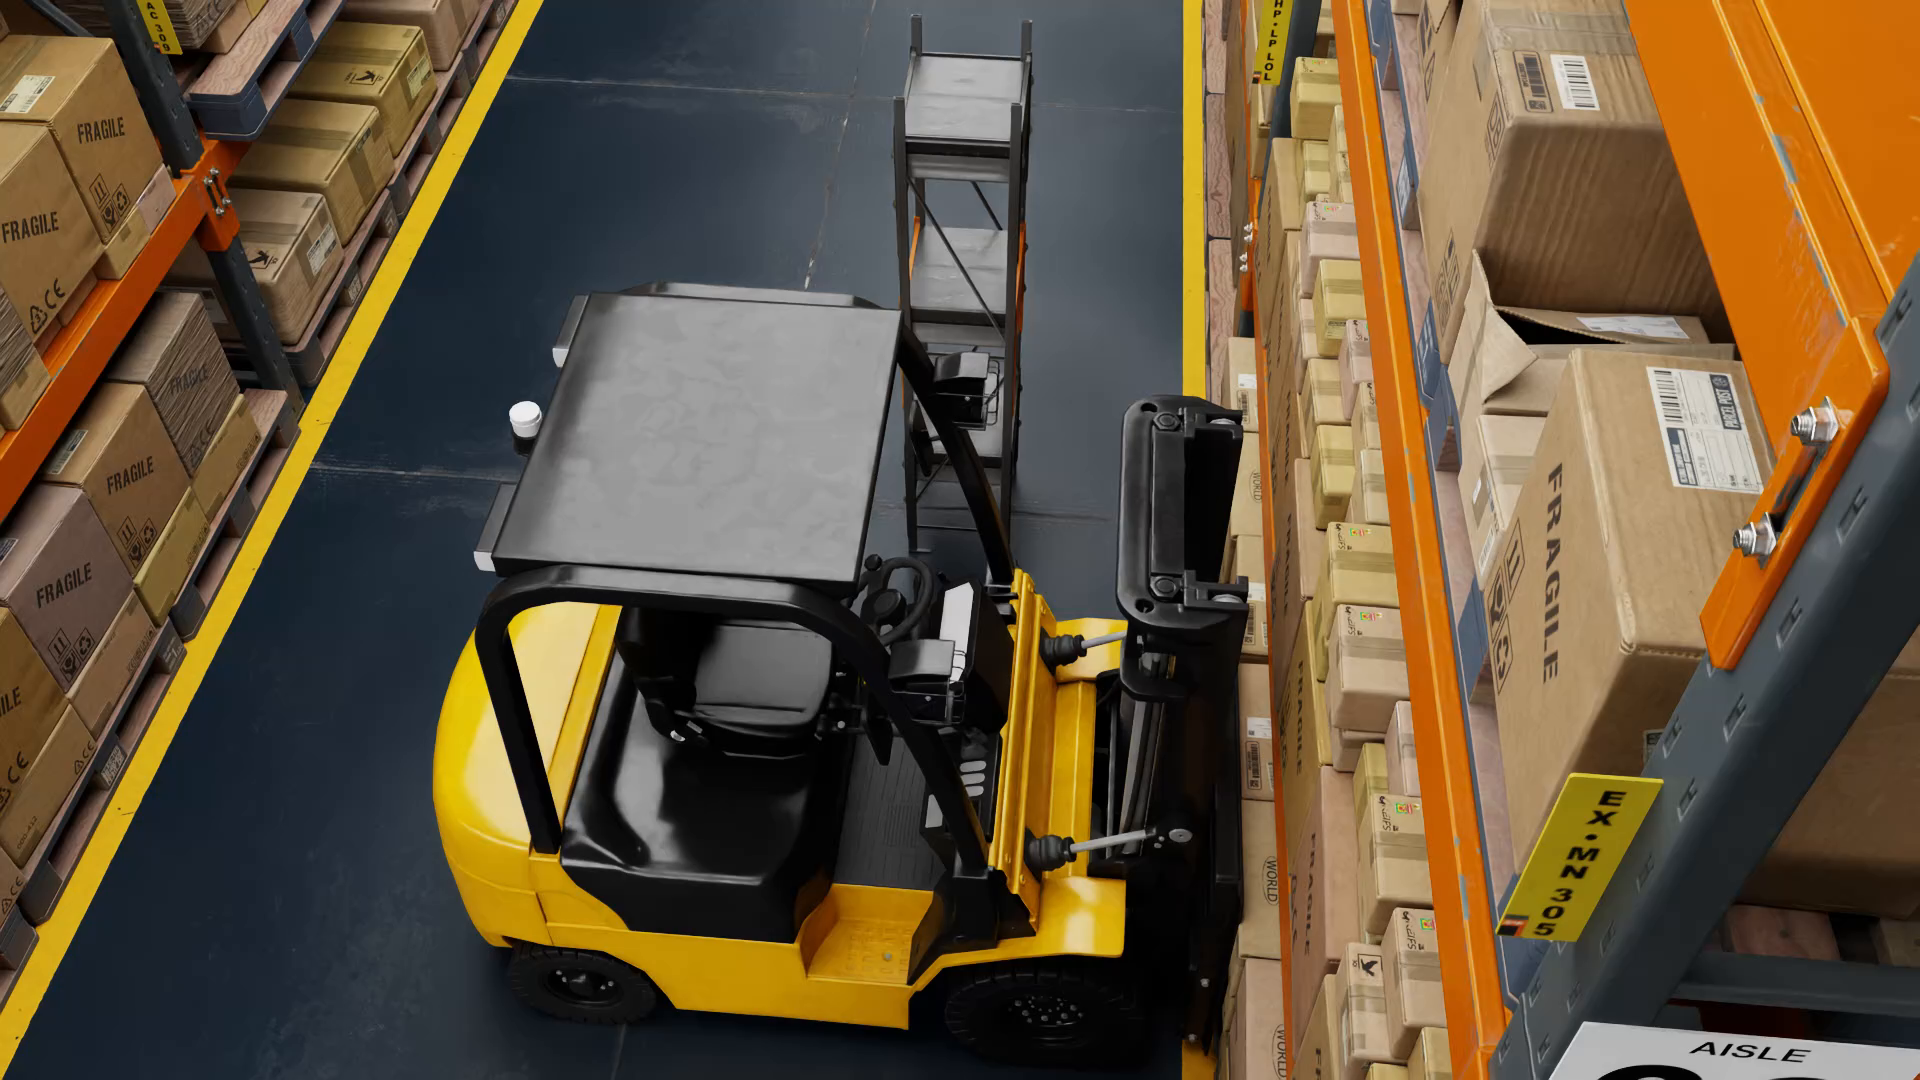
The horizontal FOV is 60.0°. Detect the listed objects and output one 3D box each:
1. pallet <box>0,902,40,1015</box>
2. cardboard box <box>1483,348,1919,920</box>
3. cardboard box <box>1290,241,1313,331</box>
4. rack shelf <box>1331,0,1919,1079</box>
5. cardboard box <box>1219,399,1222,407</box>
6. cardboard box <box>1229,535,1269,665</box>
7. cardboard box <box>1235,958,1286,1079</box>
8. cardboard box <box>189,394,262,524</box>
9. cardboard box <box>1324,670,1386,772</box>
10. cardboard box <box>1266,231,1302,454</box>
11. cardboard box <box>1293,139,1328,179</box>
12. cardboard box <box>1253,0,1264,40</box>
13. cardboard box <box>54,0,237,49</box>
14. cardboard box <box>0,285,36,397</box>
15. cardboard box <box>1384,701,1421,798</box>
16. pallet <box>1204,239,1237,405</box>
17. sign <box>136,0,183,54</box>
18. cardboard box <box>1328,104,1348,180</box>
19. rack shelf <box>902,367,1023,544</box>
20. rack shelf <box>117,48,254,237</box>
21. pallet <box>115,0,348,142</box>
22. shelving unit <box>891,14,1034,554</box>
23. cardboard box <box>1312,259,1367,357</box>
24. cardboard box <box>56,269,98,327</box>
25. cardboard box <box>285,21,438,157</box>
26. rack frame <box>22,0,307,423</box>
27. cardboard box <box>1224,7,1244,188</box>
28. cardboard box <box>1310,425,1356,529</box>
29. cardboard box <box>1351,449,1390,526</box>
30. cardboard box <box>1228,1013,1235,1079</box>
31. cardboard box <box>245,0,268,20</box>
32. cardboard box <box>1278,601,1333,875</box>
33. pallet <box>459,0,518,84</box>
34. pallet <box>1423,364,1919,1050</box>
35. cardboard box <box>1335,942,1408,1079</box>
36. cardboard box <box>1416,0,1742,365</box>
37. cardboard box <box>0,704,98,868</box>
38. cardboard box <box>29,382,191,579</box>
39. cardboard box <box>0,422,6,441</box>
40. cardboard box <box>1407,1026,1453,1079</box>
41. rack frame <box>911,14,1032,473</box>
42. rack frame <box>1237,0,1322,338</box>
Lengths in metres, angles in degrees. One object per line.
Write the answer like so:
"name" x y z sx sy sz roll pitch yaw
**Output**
"pallet" -3.615 1.643 5.104 1.003 0.211 1.213 4 48 4
"cardboard box" 1.010 0.120 2.154 0.500 0.500 0.500 5 48 5
"cardboard box" 1.172 -0.732 4.879 0.380 0.149 0.250 5 48 4
"rack shelf" 1.395 -0.622 3.608 0.919 0.124 3.809 4 48 4
"cardboard box" 1.226 -0.303 6.235 0.500 0.250 0.500 4 48 3
"cardboard box" 1.130 0.269 5.372 0.500 0.250 0.500 5 48 5
"cardboard box" 0.985 1.398 4.340 0.500 0.250 0.500 5 48 4
"cardboard box" -3.153 -0.348 6.614 0.500 0.250 0.500 6 48 5
"cardboard box" 1.055 0.400 3.844 0.380 0.149 0.250 2 48 2
"cardboard box" 1.246 -0.597 5.195 0.500 0.500 0.500 5 48 4
"cardboard box" 1.286 -1.292 5.391 0.380 0.149 0.250 3 48 3
"cardboard box" 1.407 -2.130 6.428 0.500 0.250 0.500 3 48 3
"cardboard box" -3.038 -2.188 6.164 0.500 0.500 0.500 5 48 4
"cardboard box" -3.242 -0.617 5.012 0.500 0.500 0.500 5 48 5
"cardboard box" 1.120 0.498 3.553 0.380 0.149 0.250 4 48 4
"pallet" 1.605 -0.859 7.392 1.003 0.211 1.213 4 48 4
"sign" -2.825 -1.848 5.821 0.100 0.325 0.005 4 48 4
"cardboard box" 1.336 -1.195 5.101 0.380 0.149 0.250 5 48 4
"rack shelf" 0.015 -0.349 6.613 0.431 0.518 0.480 4 48 4
"rack shelf" -3.184 -2.814 7.778 1.077 0.370 4.000 4 48 4
"pallet" -3.152 -2.074 6.744 1.003 0.211 1.213 4 48 4
"shelving unit" 0.015 -0.830 6.086 0.431 2.100 0.503 4 48 4
"cardboard box" 1.182 -0.633 4.588 0.380 0.149 0.250 3 48 3
"cardboard box" -3.209 -0.875 5.688 0.380 0.149 0.250 4 48 4
"cardboard box" -3.197 -2.267 8.287 0.950 0.372 0.625 5 48 5
"rack frame" -3.366 -1.587 6.168 1.000 3.000 0.127 4 48 4
"cardboard box" 1.758 -2.102 7.965 0.875 0.625 0.625 2 48 2
"cardboard box" 1.125 -0.157 4.353 0.380 0.149 0.250 3 48 3
"cardboard box" 1.169 -0.074 4.076 0.380 0.149 0.250 4 48 4
"cardboard box" 1.002 1.555 4.535 0.500 0.250 0.500 3 48 3
"cardboard box" -2.970 -2.211 6.626 0.380 0.149 0.250 5 48 4
"cardboard box" 1.099 0.513 4.180 0.500 0.500 0.500 3 48 3
"pallet" -3.074 -3.011 9.361 1.003 0.211 1.213 4 48 4
"pallet" 1.303 0.183 2.577 1.003 0.211 1.213 4 48 4
"cardboard box" 0.959 0.968 3.325 0.380 0.149 0.250 5 48 4
"cardboard box" 1.203 -0.625 2.836 0.700 0.500 0.500 4 48 4
"cardboard box" -3.291 0.788 5.575 0.500 0.250 0.500 7 48 6
"cardboard box" -3.198 -0.227 5.995 0.500 0.500 0.500 5 48 4
"cardboard box" -3.234 -0.312 5.173 0.380 0.149 0.250 3 48 3
"cardboard box" 1.035 1.053 3.045 0.380 0.149 0.250 4 48 4
"rack frame" 0.037 -1.010 6.250 0.400 2.100 0.015 4 48 4
"rack frame" 1.577 -1.256 5.866 1.000 3.000 0.127 4 48 4
